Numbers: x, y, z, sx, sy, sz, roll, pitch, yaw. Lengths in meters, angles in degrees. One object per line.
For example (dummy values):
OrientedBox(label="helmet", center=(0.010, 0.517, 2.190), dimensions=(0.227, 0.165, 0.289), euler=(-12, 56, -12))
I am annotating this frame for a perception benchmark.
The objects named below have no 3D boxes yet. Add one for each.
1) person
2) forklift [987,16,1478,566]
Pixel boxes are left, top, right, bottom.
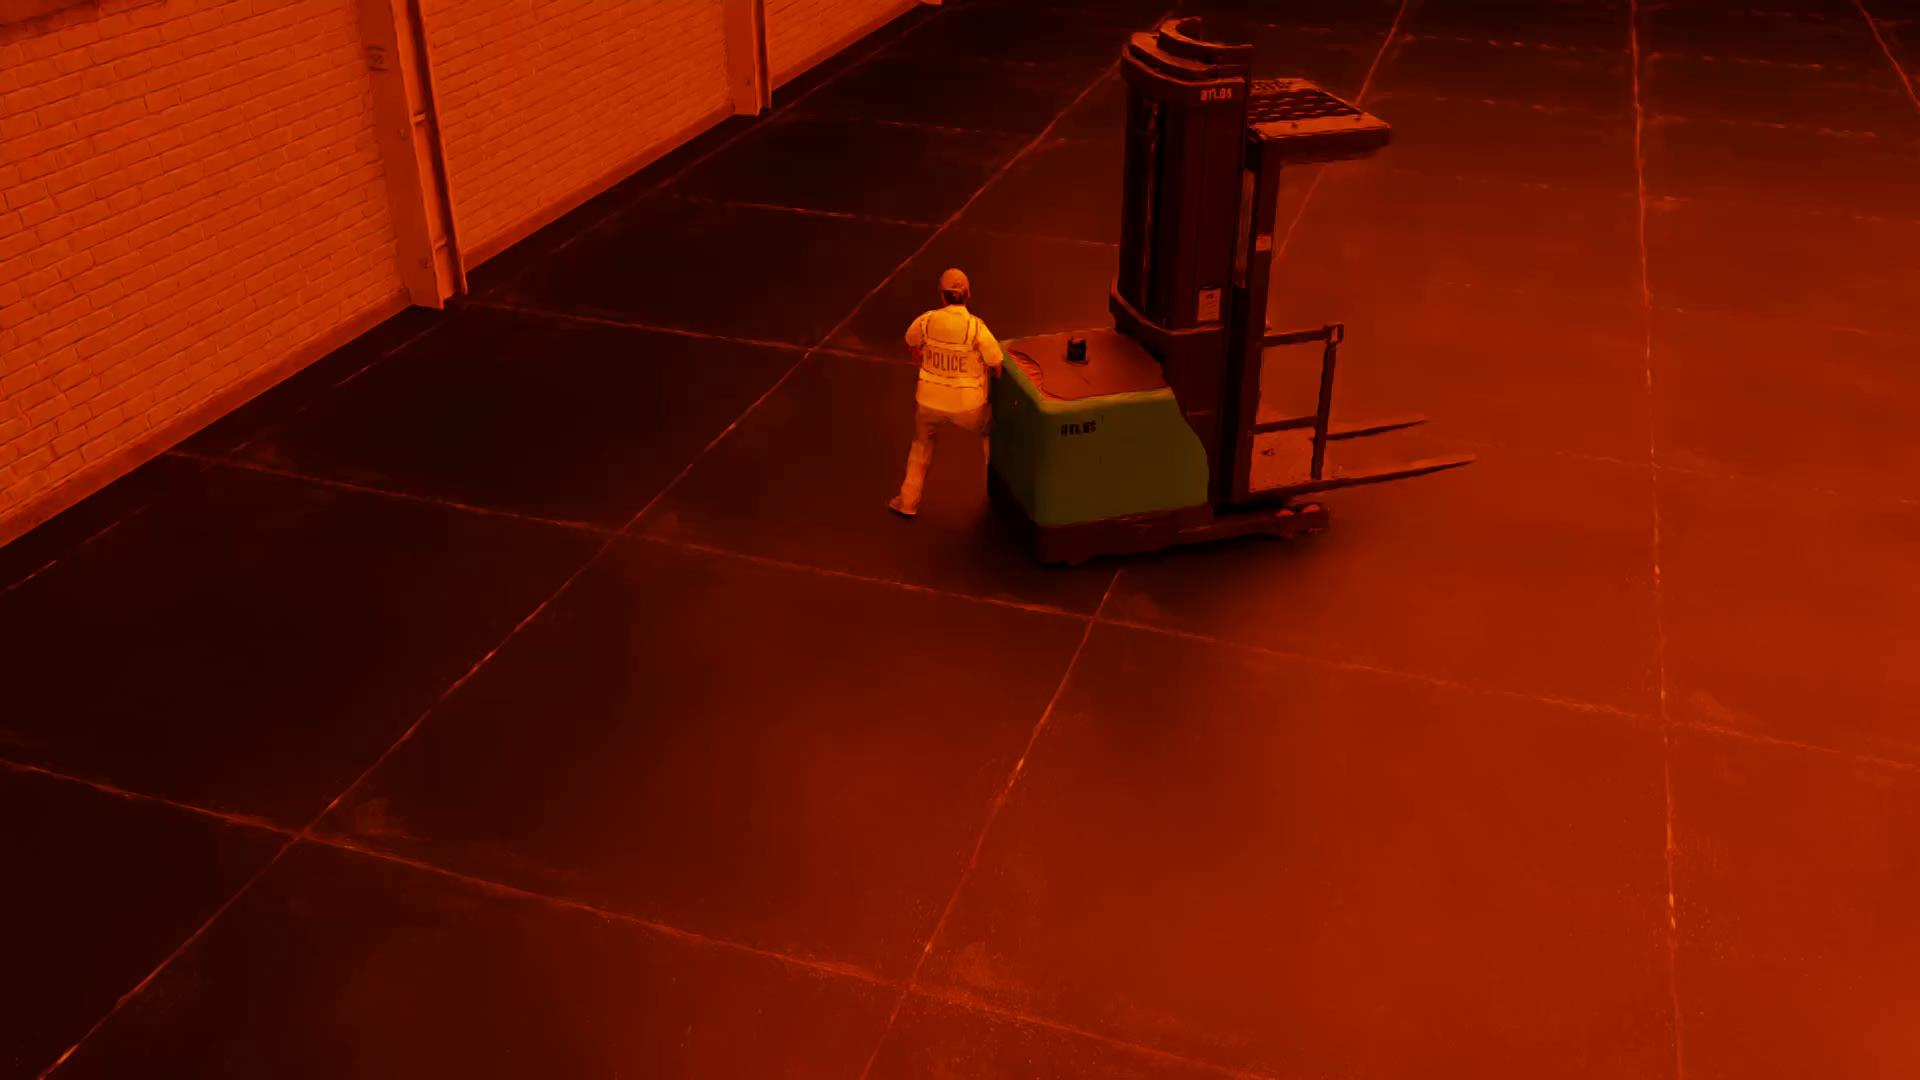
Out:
OrientedBox(label="person", center=(-0.015, -0.929, 10.209), dimensions=(0.764, 1.594, 0.775), euler=(10, 31, 17))
OrientedBox(label="forklift", center=(1.747, -1.533, 9.825), dimensions=(3.031, 2.935, 1.130), euler=(-9, 31, -15))
